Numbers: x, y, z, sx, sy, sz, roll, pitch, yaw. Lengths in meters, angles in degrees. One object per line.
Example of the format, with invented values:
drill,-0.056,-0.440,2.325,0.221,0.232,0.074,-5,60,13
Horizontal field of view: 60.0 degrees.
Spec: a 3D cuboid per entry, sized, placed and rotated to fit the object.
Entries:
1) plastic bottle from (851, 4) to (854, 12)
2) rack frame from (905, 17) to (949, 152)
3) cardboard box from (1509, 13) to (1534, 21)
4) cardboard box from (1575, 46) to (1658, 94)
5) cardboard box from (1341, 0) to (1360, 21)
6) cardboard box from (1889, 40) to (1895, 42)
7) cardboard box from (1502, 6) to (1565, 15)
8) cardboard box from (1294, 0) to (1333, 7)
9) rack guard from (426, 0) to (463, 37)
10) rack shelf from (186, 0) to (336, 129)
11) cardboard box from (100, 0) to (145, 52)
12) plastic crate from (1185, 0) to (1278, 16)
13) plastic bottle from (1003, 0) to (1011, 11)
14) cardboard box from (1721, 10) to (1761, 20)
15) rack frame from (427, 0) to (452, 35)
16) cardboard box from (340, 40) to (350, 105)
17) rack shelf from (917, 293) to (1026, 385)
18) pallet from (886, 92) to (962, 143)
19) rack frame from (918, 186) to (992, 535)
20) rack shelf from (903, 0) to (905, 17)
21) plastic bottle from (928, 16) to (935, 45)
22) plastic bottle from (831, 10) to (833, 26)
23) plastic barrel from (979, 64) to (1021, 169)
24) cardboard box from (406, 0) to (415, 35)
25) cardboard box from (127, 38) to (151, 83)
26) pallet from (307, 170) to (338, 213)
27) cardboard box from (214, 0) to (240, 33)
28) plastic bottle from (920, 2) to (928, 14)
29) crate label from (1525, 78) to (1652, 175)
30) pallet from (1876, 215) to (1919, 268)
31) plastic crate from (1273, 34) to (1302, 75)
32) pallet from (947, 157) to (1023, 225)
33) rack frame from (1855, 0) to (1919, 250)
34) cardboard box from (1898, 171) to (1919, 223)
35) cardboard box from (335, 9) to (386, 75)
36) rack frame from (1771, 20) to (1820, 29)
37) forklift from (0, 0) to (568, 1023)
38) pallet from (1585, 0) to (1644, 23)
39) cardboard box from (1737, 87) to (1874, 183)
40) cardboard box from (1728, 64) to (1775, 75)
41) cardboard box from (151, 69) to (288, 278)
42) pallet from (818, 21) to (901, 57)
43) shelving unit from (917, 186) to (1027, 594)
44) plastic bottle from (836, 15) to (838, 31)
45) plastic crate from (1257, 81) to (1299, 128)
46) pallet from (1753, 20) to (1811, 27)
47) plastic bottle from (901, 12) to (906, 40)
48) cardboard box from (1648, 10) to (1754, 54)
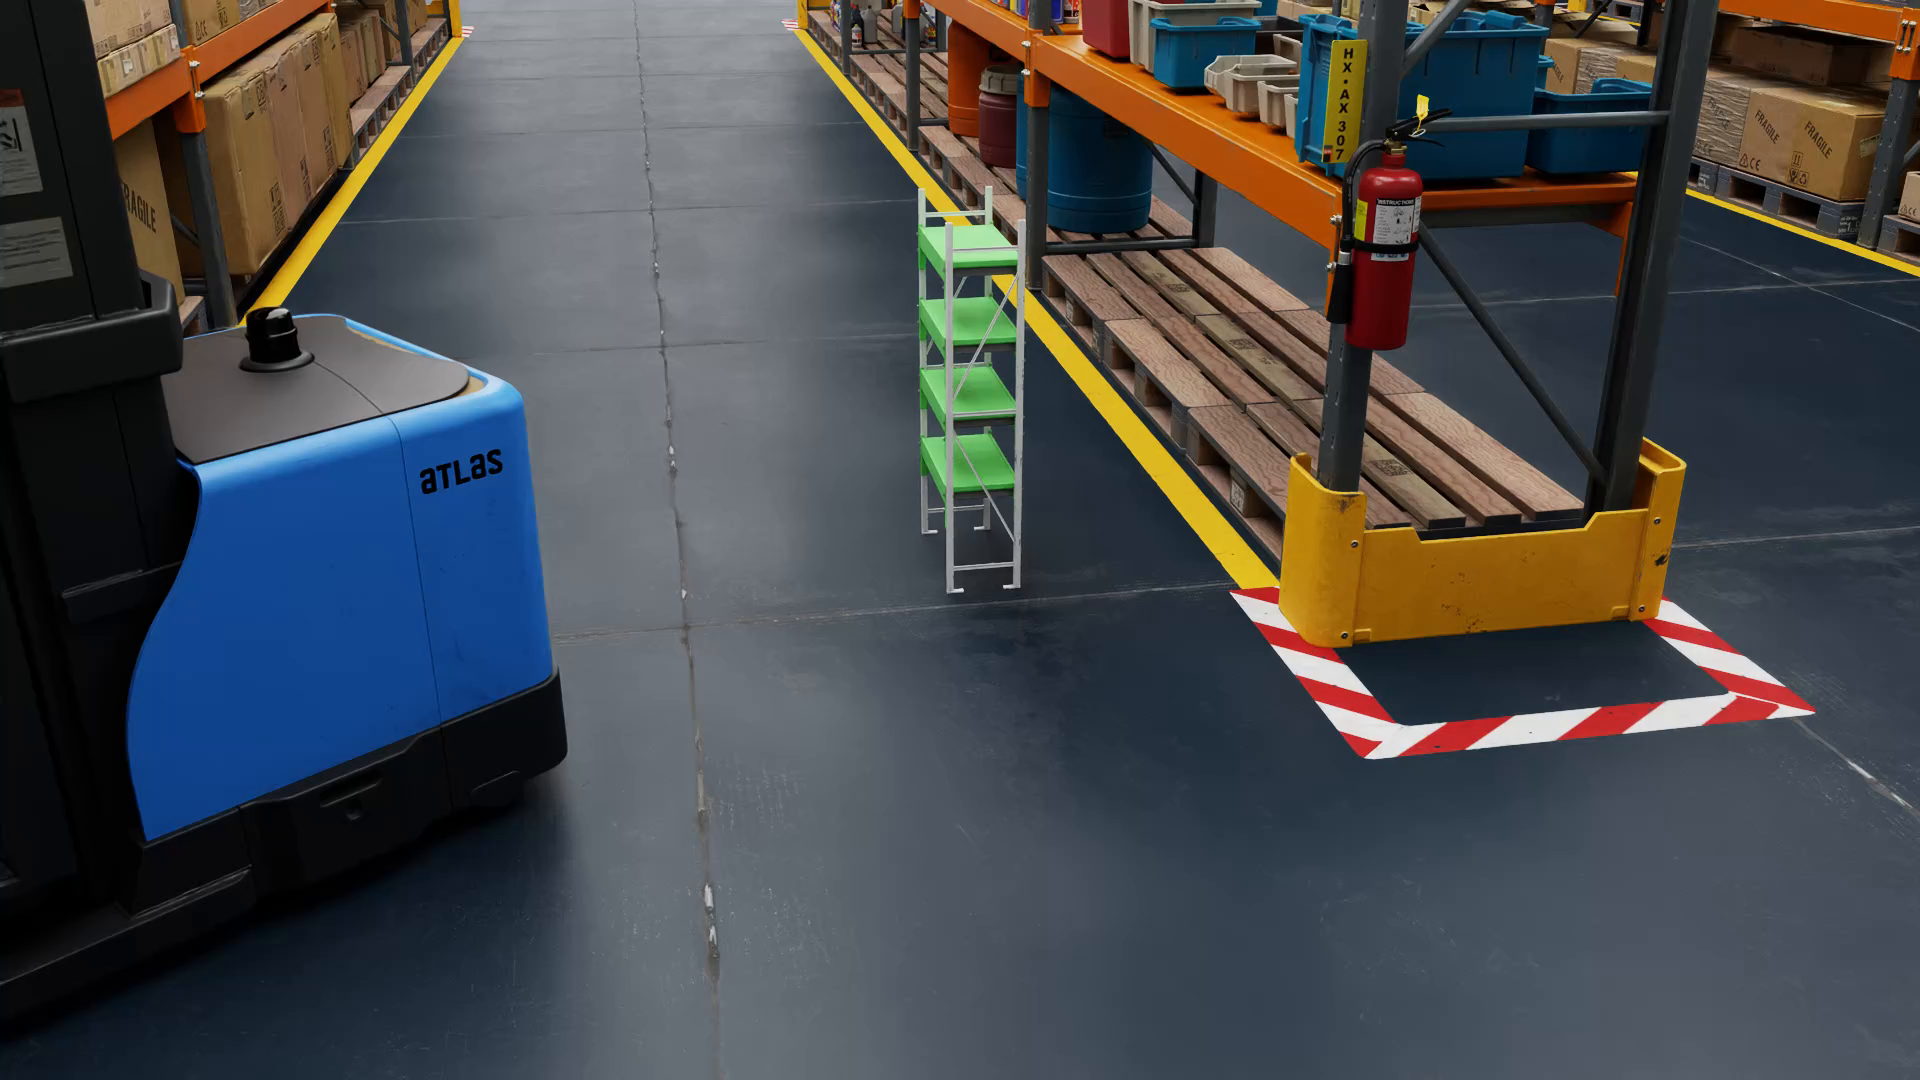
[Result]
plastic bottle,-1.072,-5.179,16.620,0.144,0.351,0.185,-6,24,-12
rack frame,0.105,-4.310,11.872,1.000,3.000,0.127,-4,24,-10
cardboard box,4.532,-4.257,13.959,0.500,0.311,0.500,-5,24,-11
cardboard box,4.879,-3.326,12.191,0.500,0.500,0.500,-5,24,-12
cardboard box,4.066,-5.257,16.250,0.500,0.311,0.500,-4,24,-10
cardboard box,9.454,-4.982,15.982,0.700,0.500,0.500,-4,24,-9
cardboard box,4.968,-4.499,14.515,0.500,0.311,0.500,-5,24,-11
cardboard box,3.853,-5.889,17.459,0.500,0.500,0.500,-4,24,-10
rack guard,-6.228,-5.915,18.669,1.175,0.500,0.348,-4,24,-10
rack shelf,-4.393,-2.828,9.375,1.077,0.370,4.000,-4,24,-10
cardboard box,-3.585,-2.080,6.582,0.500,0.250,0.500,-4,24,-8
plastic crate,1.266,-2.599,7.898,0.392,0.384,0.575,-4,24,-10
plastic bottle,0.319,-3.125,9.218,0.144,0.351,0.185,-4,24,-10
cardboard box,8.871,-6.078,18.493,0.500,0.500,0.500,-6,24,-14
rack frame,-6.242,-7.091,18.237,1.000,3.000,0.127,-4,24,-10
cardboard box,-5.021,-3.479,12.542,0.700,0.500,0.500,-6,24,-14
rack shelf,0.031,-0.646,5.290,0.258,0.148,0.480,-4,24,-10
pallet,0.000,-3.340,13.134,1.003,0.211,1.213,-4,24,-10
rack frame,-0.015,-0.581,5.581,0.240,1.200,0.015,-4,24,-10
rack shelf,-0.265,-4.767,13.817,1.077,0.370,4.000,-4,24,-10
plastic bottle,-0.263,-4.993,16.293,0.097,0.271,0.097,0,24,0
plastic bottle,-1.326,-5.599,17.770,0.097,0.201,0.097,0,24,0
plastic barrel,0.421,-2.762,10.815,0.600,0.588,0.708,-4,24,-10
cardboard box,-5.901,-5.410,16.989,0.500,0.500,0.500,-2,24,-5
cardboard box,-3.549,-1.957,6.798,0.380,0.149,0.250,-5,24,-11
pallet,-4.691,-2.350,10.868,1.003,0.211,1.213,-4,24,-10
cardboard box,-3.956,-2.813,8.319,0.500,0.500,0.500,-4,24,-10
plastic bottle,-0.376,-5.220,16.713,0.144,0.351,0.185,-4,24,-8
crate label,1.862,-1.236,4.966,0.416,0.233,0.303,-4,24,-10
pallet,5.840,-1.554,9.045,1.003,0.211,1.213,-4,24,-10
plastic crate,1.462,-1.981,6.793,0.293,0.136,0.466,-4,24,-10
pallet,0.514,-2.247,10.630,1.003,0.211,1.213,-4,24,-10
rack frame,5.714,-3.102,9.105,1.000,3.000,0.127,-4,24,-10
cardboard box,5.579,-1.891,9.141,0.500,0.311,0.500,-4,24,-10
cardboard box,-5.410,-4.330,14.490,0.700,0.500,0.500,-6,24,-14
rack frame,9.102,-6.617,17.153,1.000,3.000,0.127,-4,24,-10
forklift,-2.400,-0.431,3.074,1.130,2.935,3.031,21,31,39
pallet,8.492,-6.560,20.507,1.003,0.211,1.213,-4,24,-10
cardboard box,5.257,-2.526,10.360,0.500,0.500,0.500,-4,24,-10
cardboard box,5.576,-2.972,11.380,0.500,0.500,0.500,-5,24,-12
cardboard box,-4.161,-1.840,8.344,1.225,0.875,0.875,-4,24,-10
pallet,-0.947,-5.354,17.745,1.003,0.211,1.213,-4,24,-10
shelving unit,0.031,-0.485,5.361,0.258,1.200,0.503,-4,24,-10
plastic bottle,-1.245,-5.427,17.375,0.097,0.201,0.097,0,24,0
plastic crate,1.216,-1.493,5.675,0.396,0.136,0.243,-4,24,-10
pallet,8.943,-5.601,18.310,1.003,0.211,1.213,-4,24,-10
plastic bottle,-0.518,-5.209,16.689,0.144,0.351,0.185,-4,24,-10
cardboard box,5.392,-3.703,12.117,0.500,0.250,0.500,-3,24,-8
